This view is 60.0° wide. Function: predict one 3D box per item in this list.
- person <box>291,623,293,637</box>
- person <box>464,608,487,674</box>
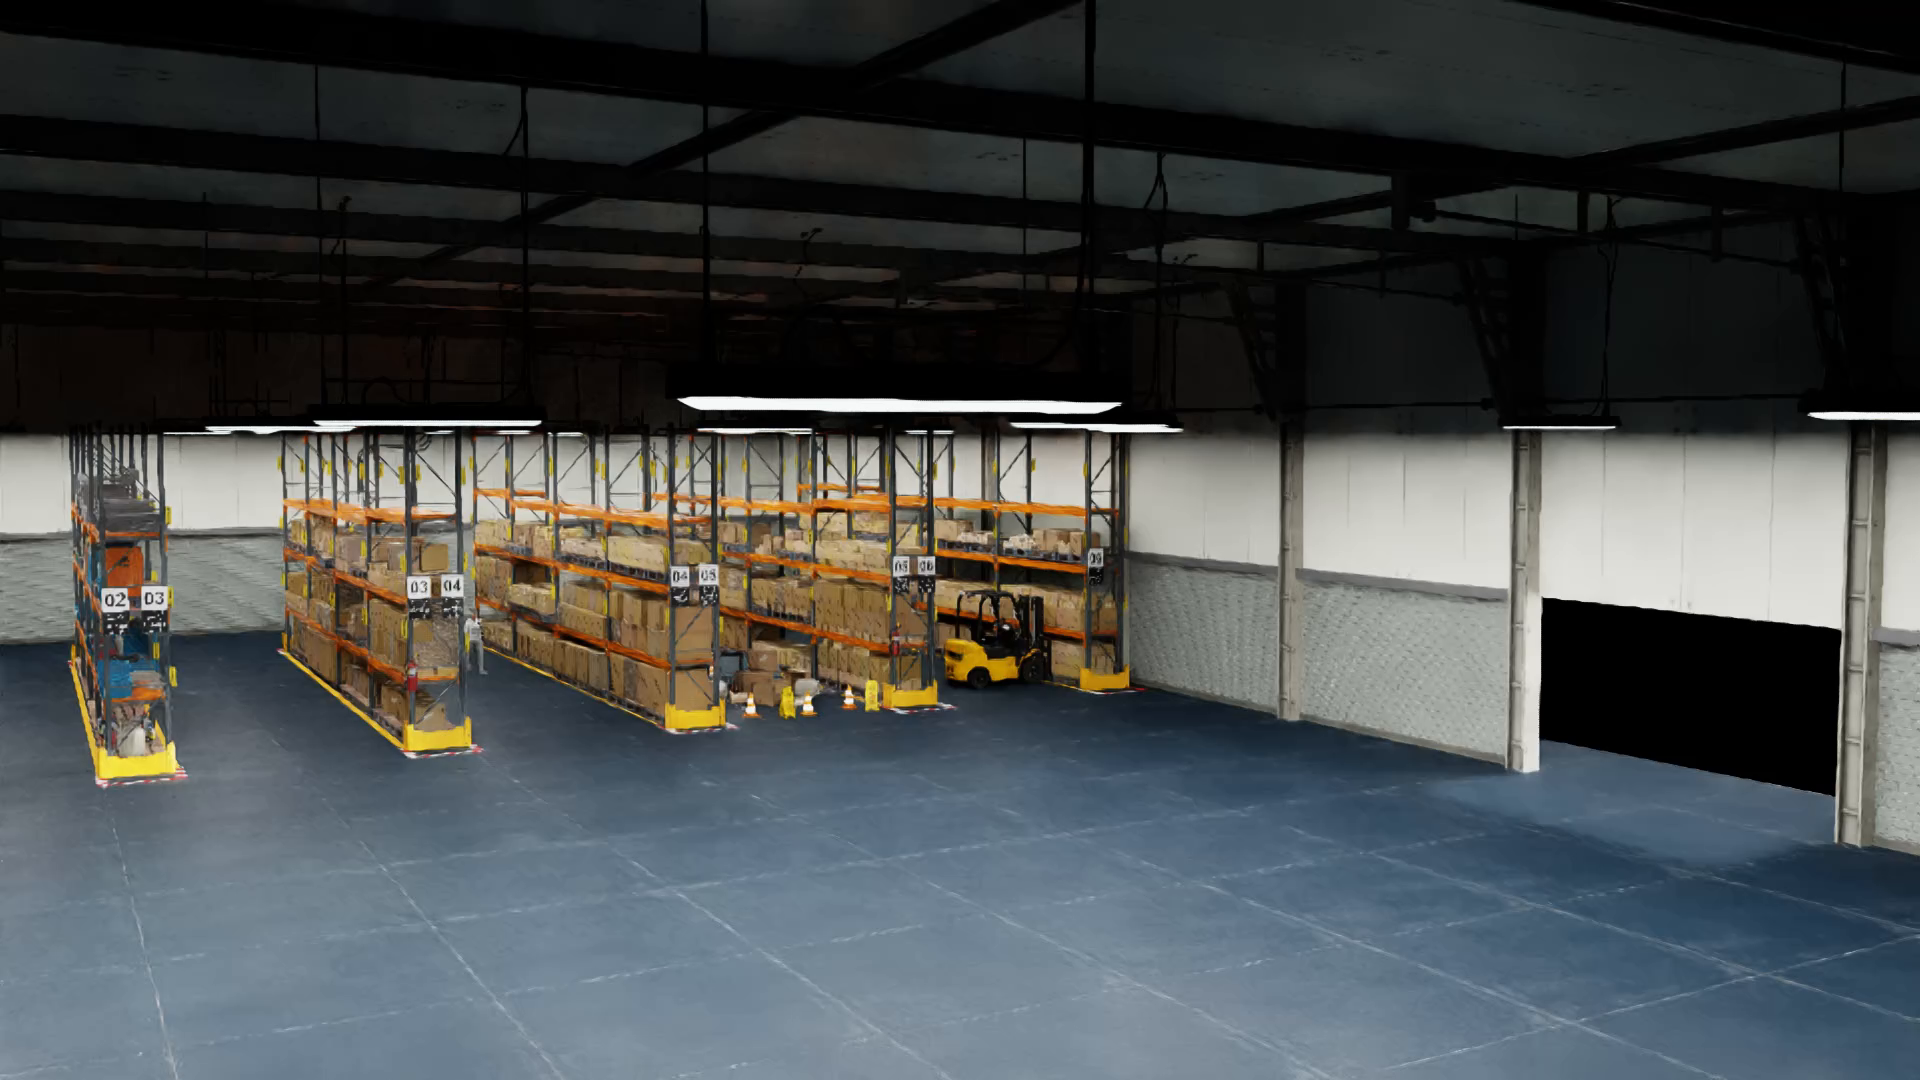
[{"bbox_3d":[-18.570,1.964,46.950,0.797,1.701,0.709,3,5,41],"label":"person"},{"bbox_3d":[-11.755,2.425,40.211,0.495,1.589,1.086,-2,4,-27],"label":"person"}]
